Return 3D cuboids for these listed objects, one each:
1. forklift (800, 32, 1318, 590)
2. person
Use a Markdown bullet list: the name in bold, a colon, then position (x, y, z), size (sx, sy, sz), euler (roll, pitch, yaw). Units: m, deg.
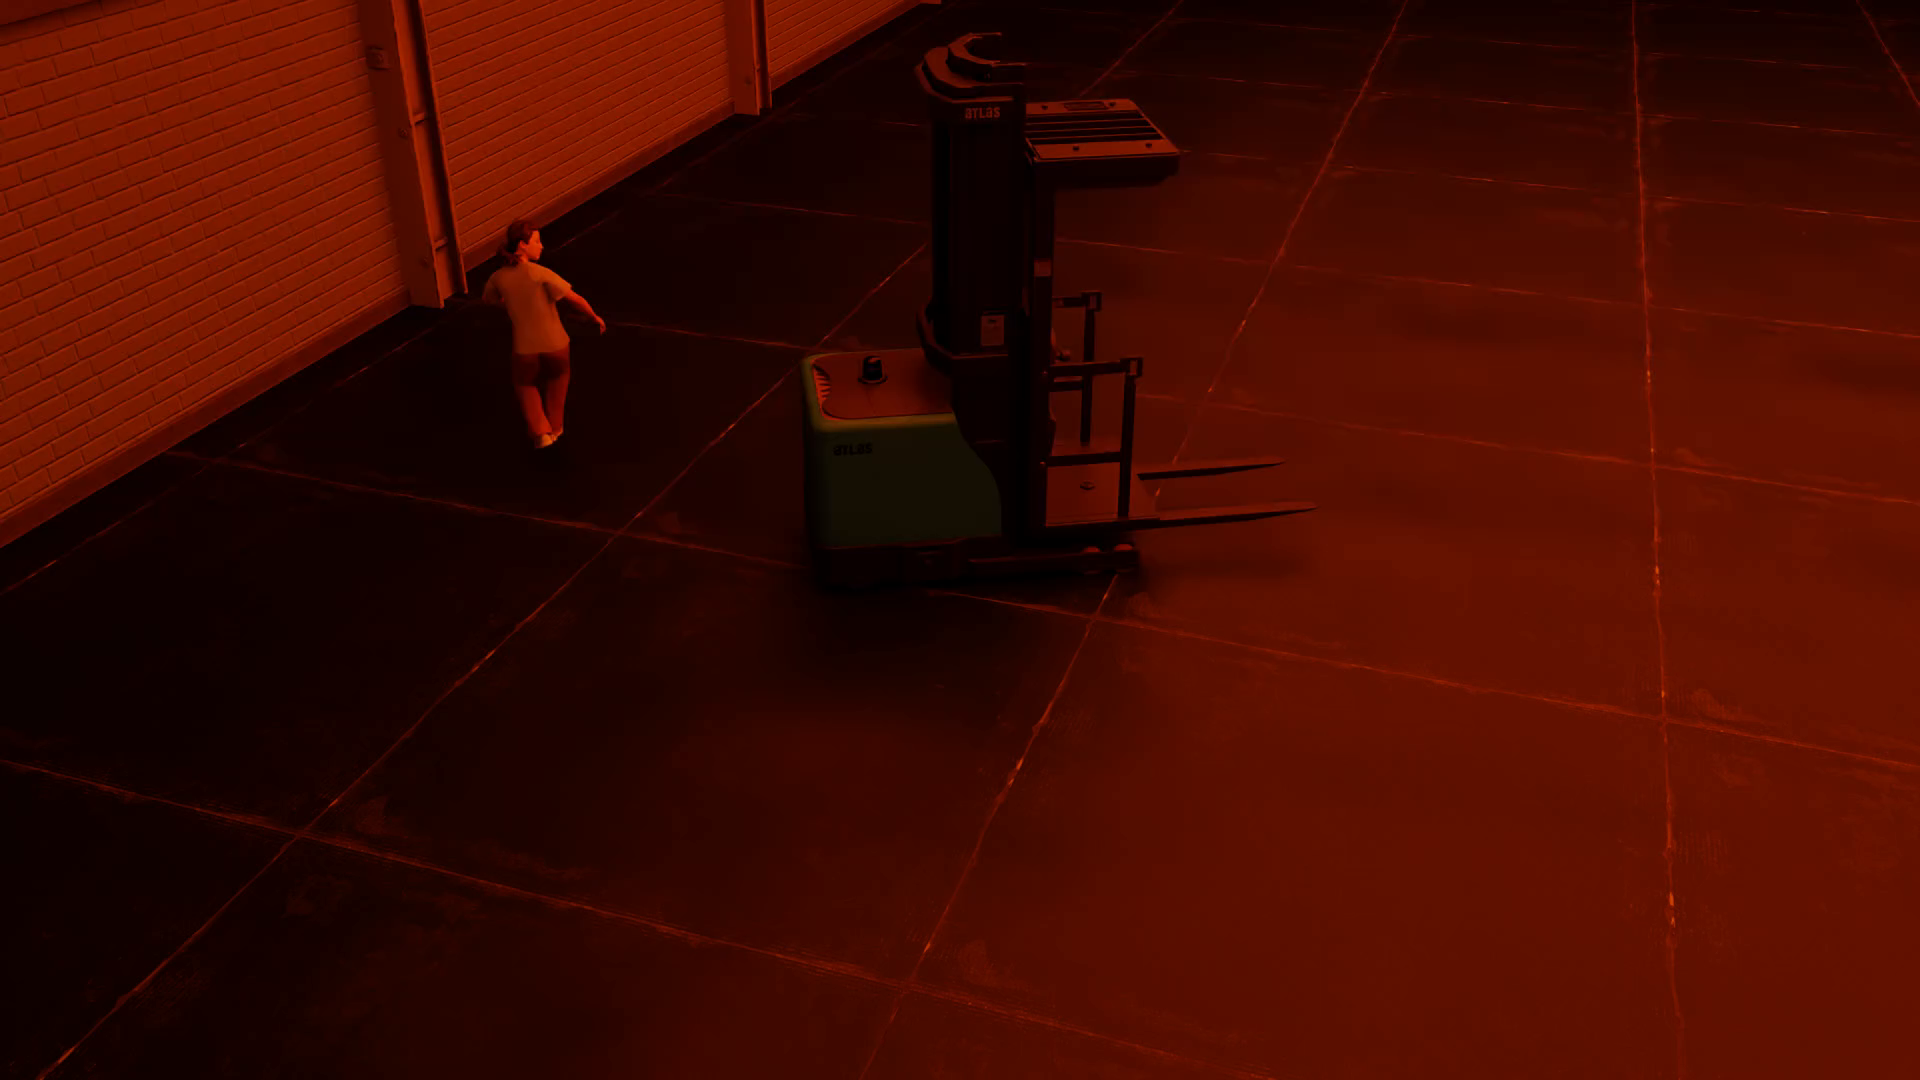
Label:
- **forklift**: position (0.603, -1.321, 9.453), size (3.031, 2.935, 1.130), euler (-5, 30, -8)
- **person**: position (-2.710, -1.341, 10.886), size (0.774, 1.551, 0.749), euler (-2, 30, -3)
